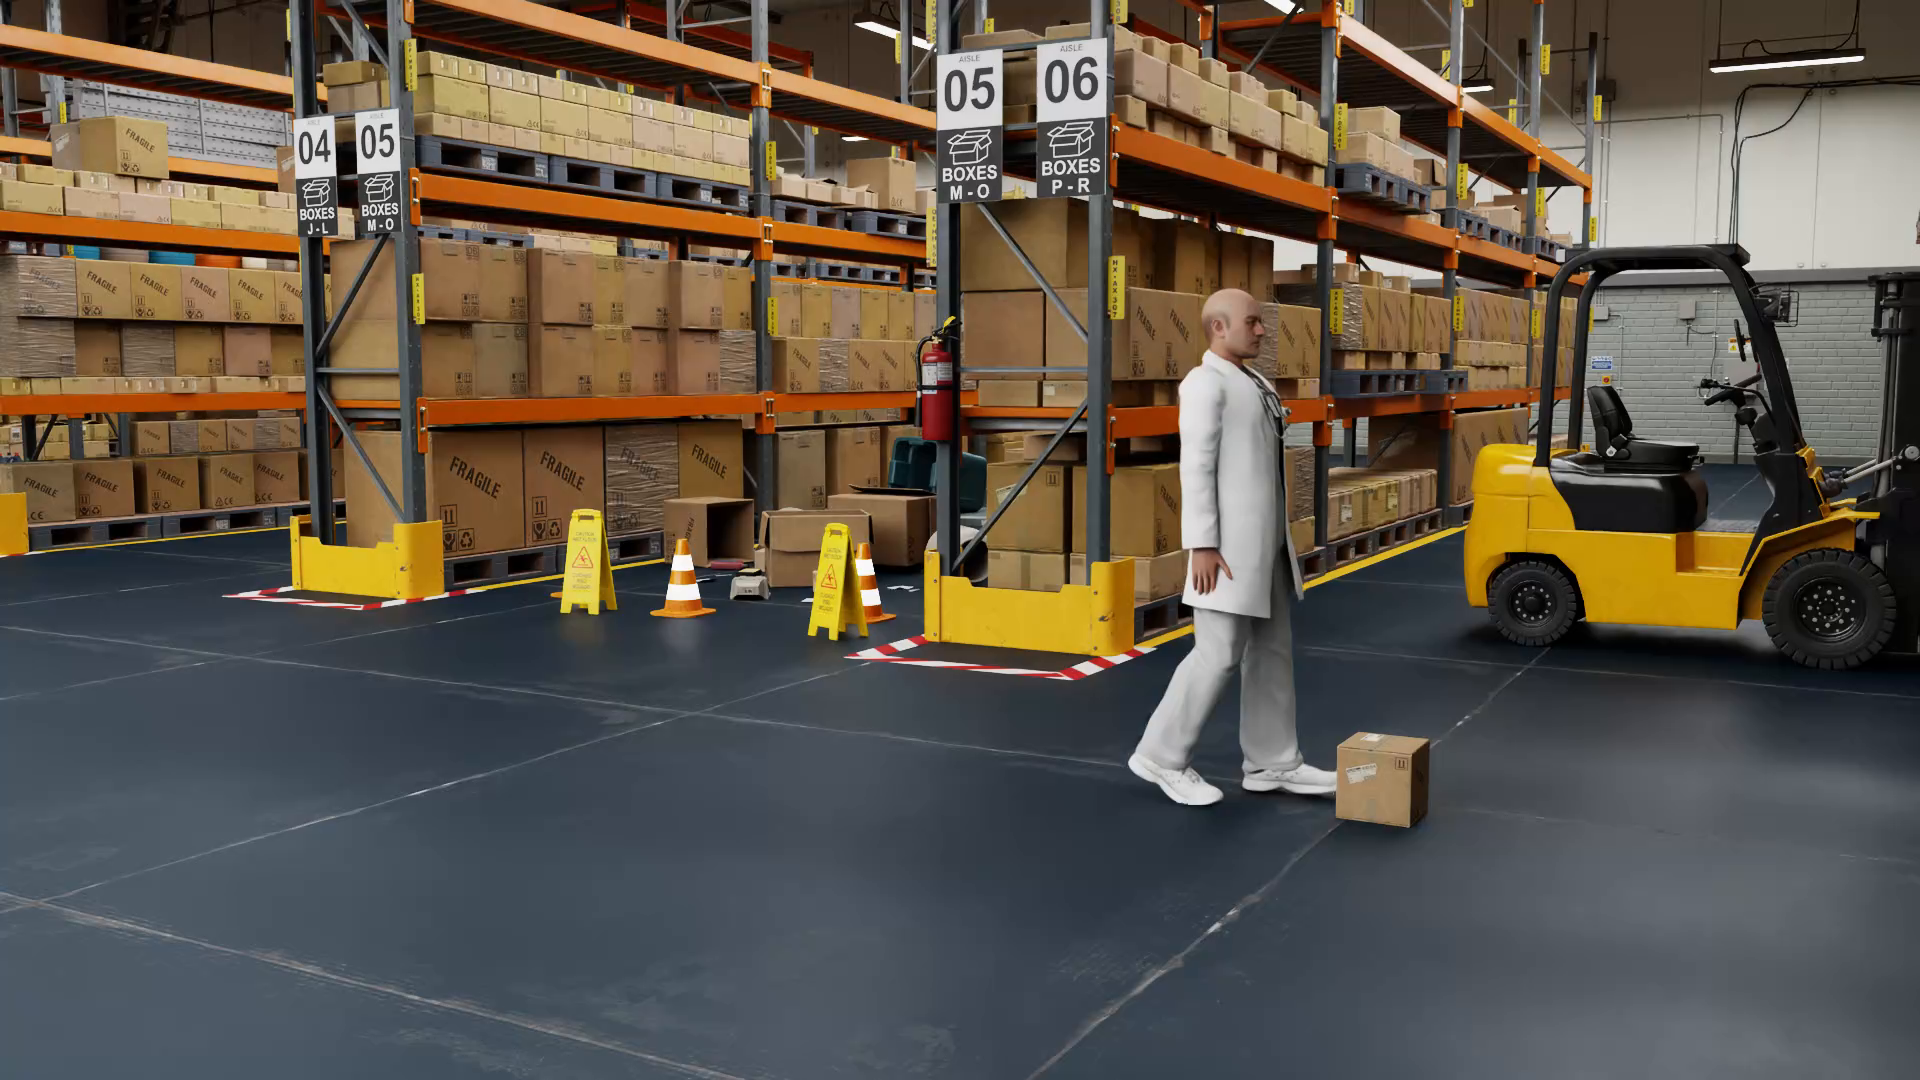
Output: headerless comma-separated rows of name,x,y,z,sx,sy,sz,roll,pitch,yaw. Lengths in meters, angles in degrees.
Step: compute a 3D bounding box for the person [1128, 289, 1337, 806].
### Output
person,0.981,0.024,5.811,0.722,1.790,0.617,3,7,29
